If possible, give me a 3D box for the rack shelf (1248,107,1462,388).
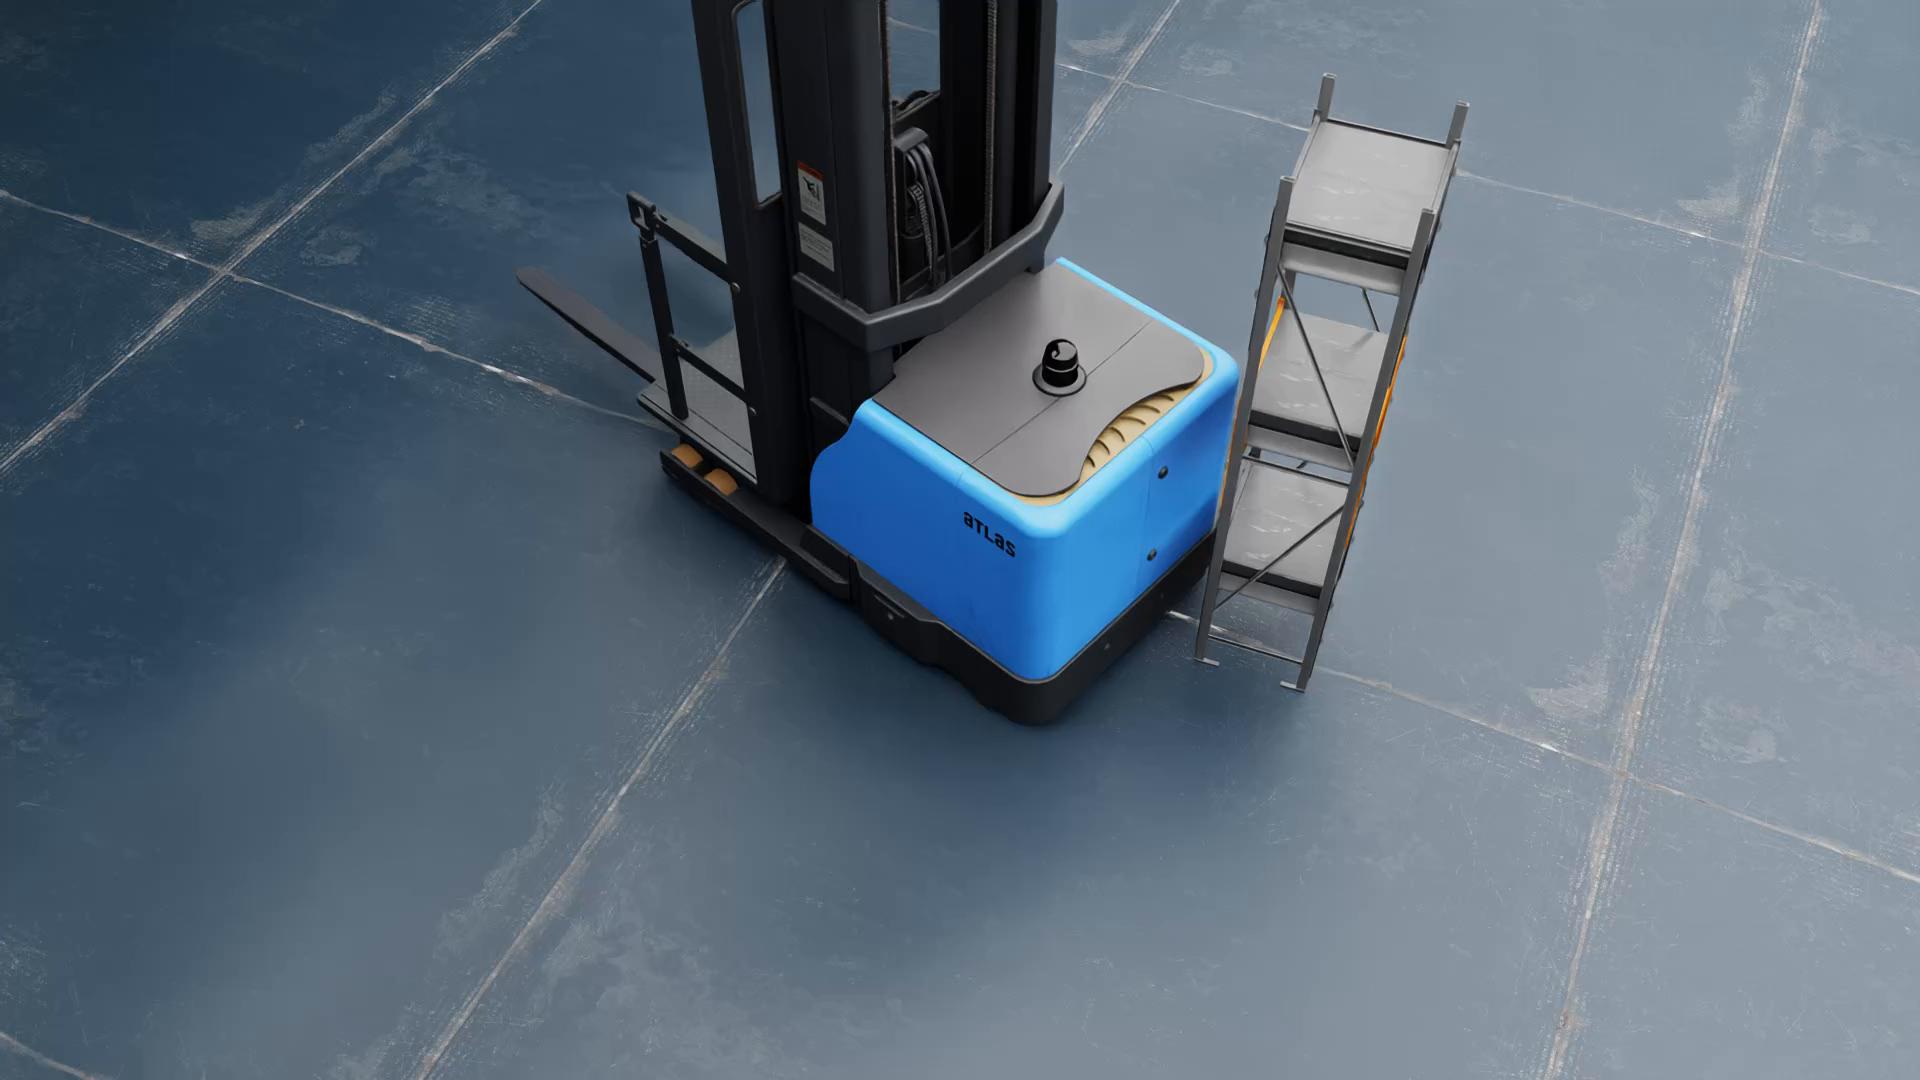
[{"bbox_3d":[1.102,-0.821,4.668,0.431,0.518,0.480,16,52,13],"label":"rack shelf"}]

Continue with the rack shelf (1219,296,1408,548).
[{"bbox_3d":[1.103,-0.369,5.202,0.431,0.518,0.480,16,52,13],"label":"rack shelf"}]

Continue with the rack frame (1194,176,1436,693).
[{"bbox_3d":[1.016,-0.203,5.044,0.400,2.100,0.015,16,52,13],"label":"rack frame"}]

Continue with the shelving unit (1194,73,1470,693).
[{"bbox_3d":[1.103,-0.377,5.192,0.431,2.100,0.503,16,52,13],"label":"shelving unit"}]

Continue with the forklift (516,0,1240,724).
[{"bbox_3d":[-0.508,-1.320,5.449,3.031,2.935,1.130,35,58,26],"label":"forklift"}]

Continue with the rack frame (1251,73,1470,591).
[{"bbox_3d":[1.190,-0.551,5.339,0.400,2.100,0.015,16,52,13],"label":"rack frame"}]

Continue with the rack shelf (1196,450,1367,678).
[{"bbox_3d":[1.104,0.084,5.736,0.431,0.518,0.480,16,52,13],"label":"rack shelf"}]
